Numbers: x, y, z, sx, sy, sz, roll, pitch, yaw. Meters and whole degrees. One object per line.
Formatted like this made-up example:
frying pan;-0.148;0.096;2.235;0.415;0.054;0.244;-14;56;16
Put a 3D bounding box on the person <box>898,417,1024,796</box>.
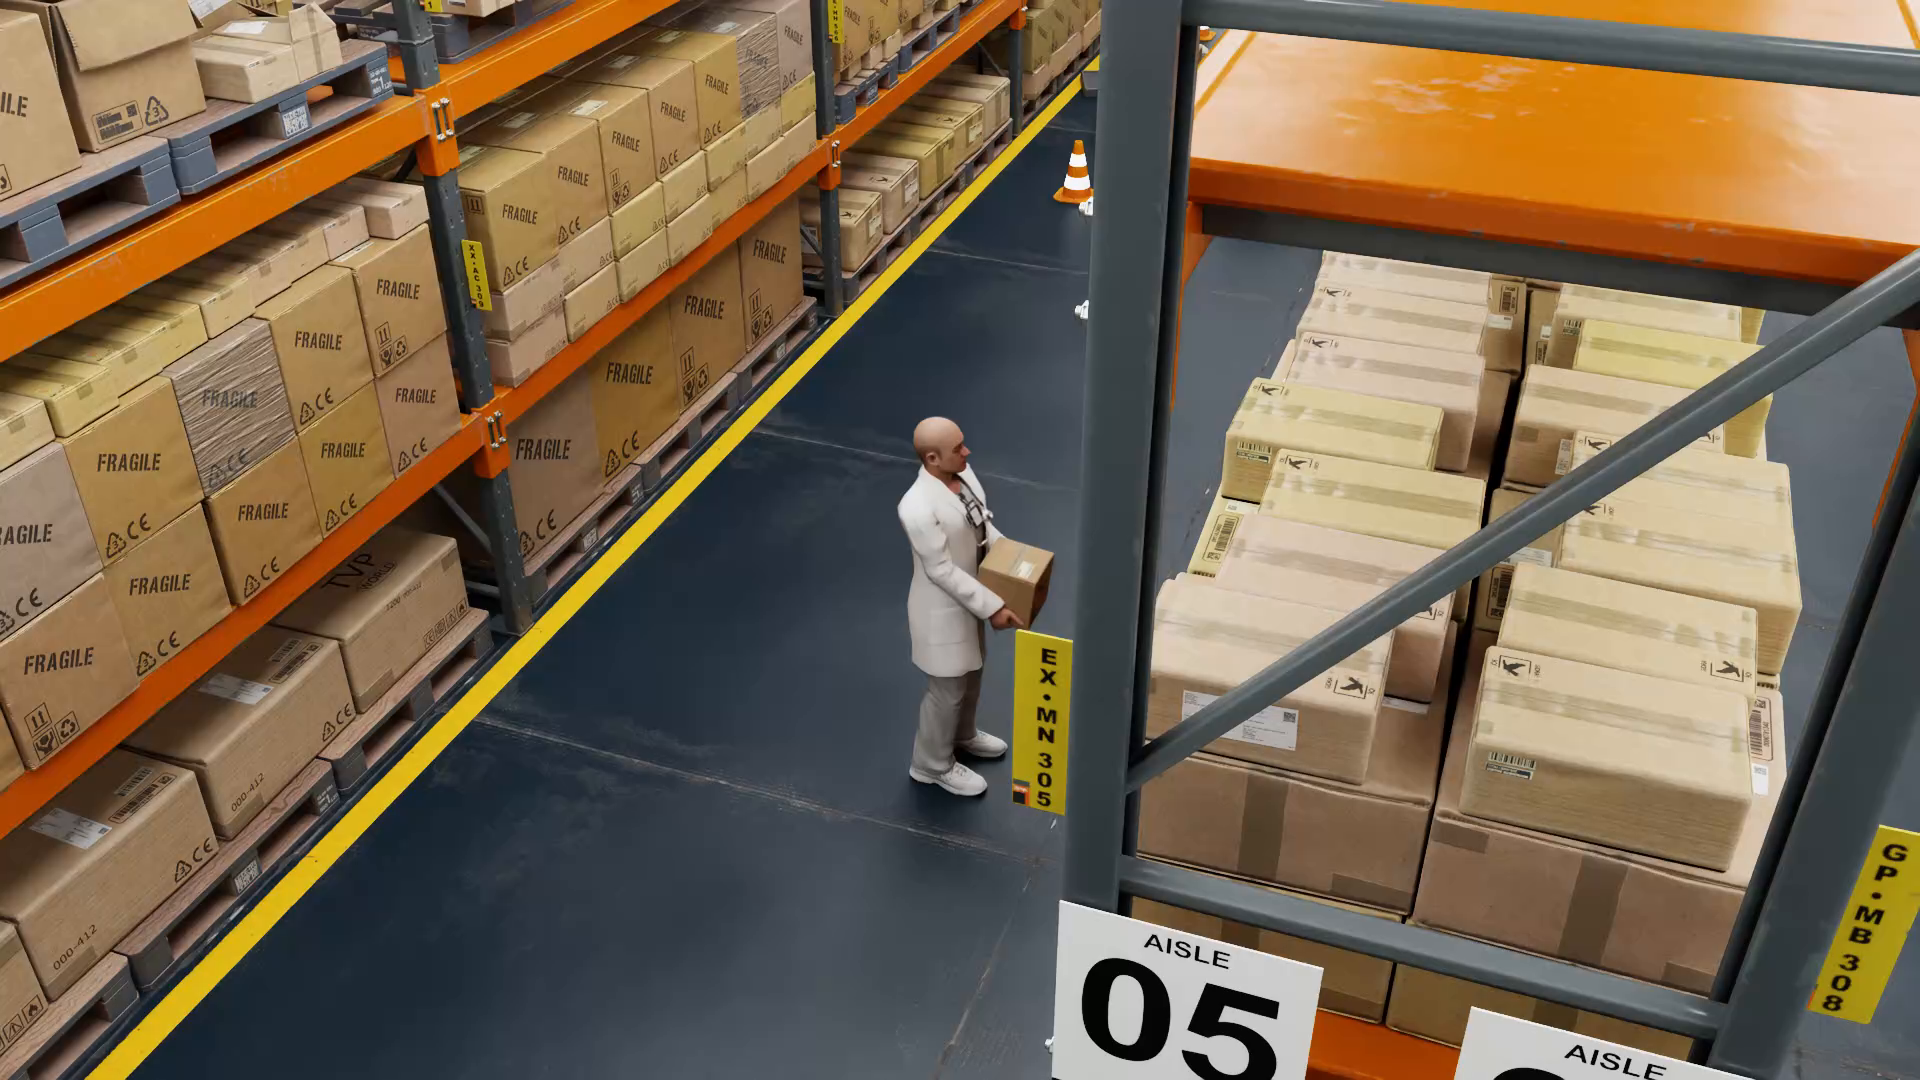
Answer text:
person;0.056;0.295;7.136;0.550;1.774;0.529;12;35;17
